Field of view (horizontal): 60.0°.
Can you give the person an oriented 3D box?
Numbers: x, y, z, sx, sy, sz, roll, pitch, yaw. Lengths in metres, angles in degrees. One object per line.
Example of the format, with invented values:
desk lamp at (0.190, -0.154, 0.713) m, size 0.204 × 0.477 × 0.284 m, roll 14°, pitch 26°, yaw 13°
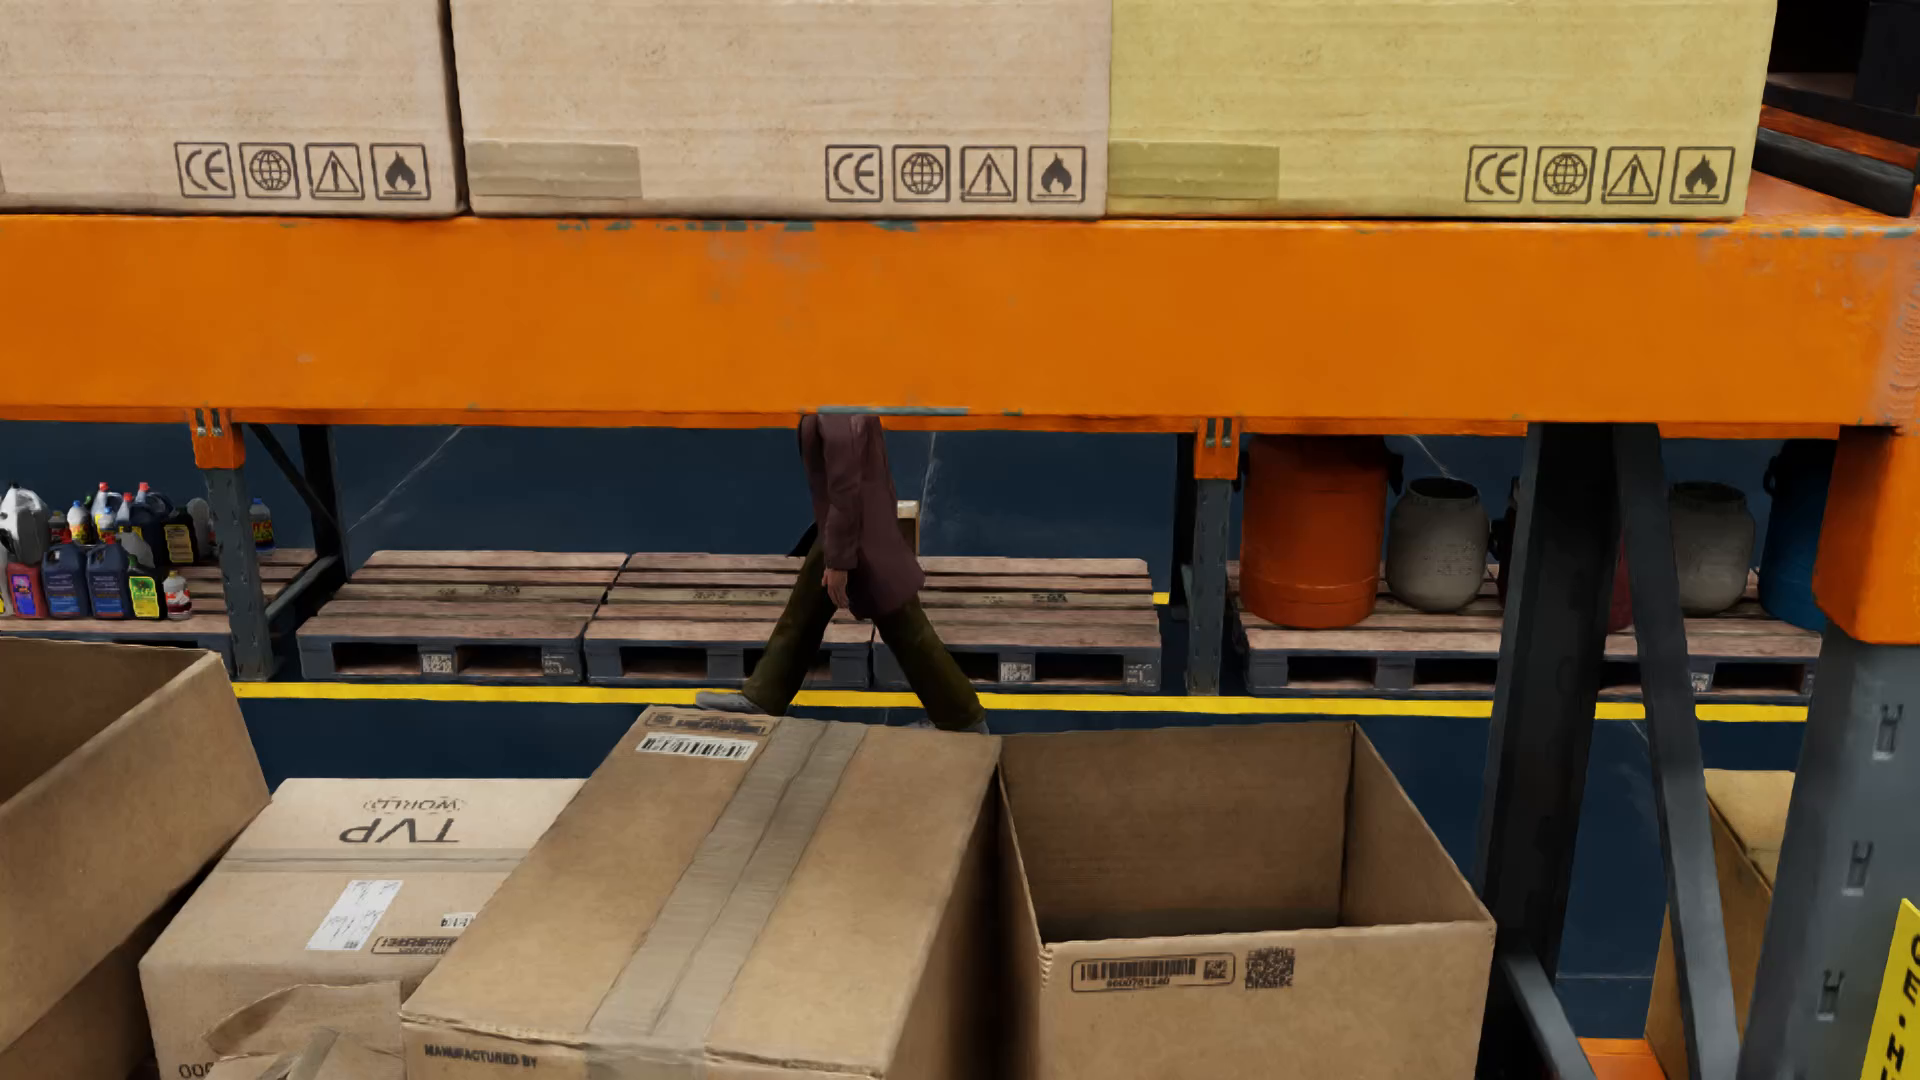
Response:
person at (-0.463, -0.023, 6.168) m, size 1.152 × 1.701 × 0.595 m, roll -1°, pitch 21°, yaw -3°
